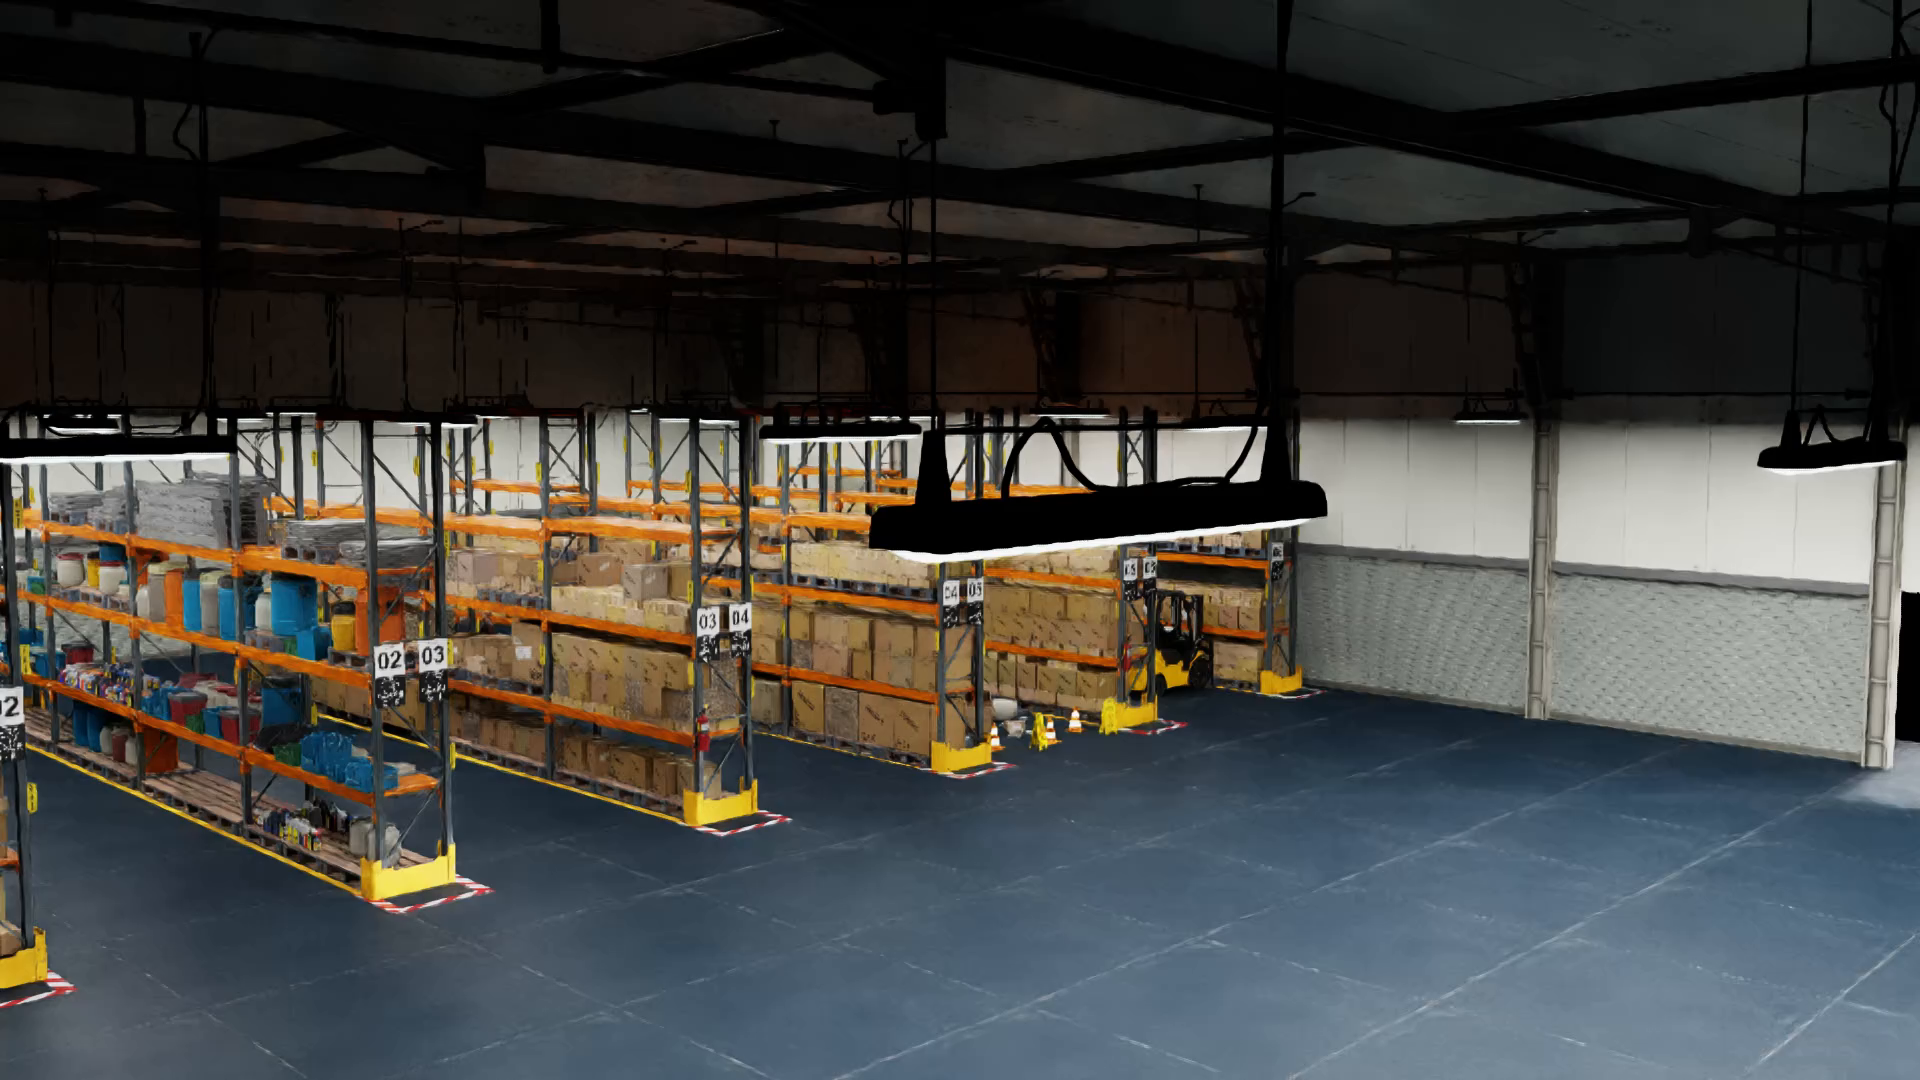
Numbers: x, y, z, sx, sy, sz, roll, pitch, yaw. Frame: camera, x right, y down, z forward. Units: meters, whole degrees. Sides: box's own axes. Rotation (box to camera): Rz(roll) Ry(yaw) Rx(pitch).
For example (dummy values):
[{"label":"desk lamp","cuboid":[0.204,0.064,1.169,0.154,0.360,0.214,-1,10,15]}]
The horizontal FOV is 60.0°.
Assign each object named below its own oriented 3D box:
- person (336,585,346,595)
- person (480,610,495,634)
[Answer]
[{"label":"person","cuboid":[-15.395,1.904,41.126,0.517,1.596,0.625,5,7,42]},{"label":"person","cuboid":[-10.004,2.319,35.105,0.654,1.771,0.697,-3,6,-27]}]
